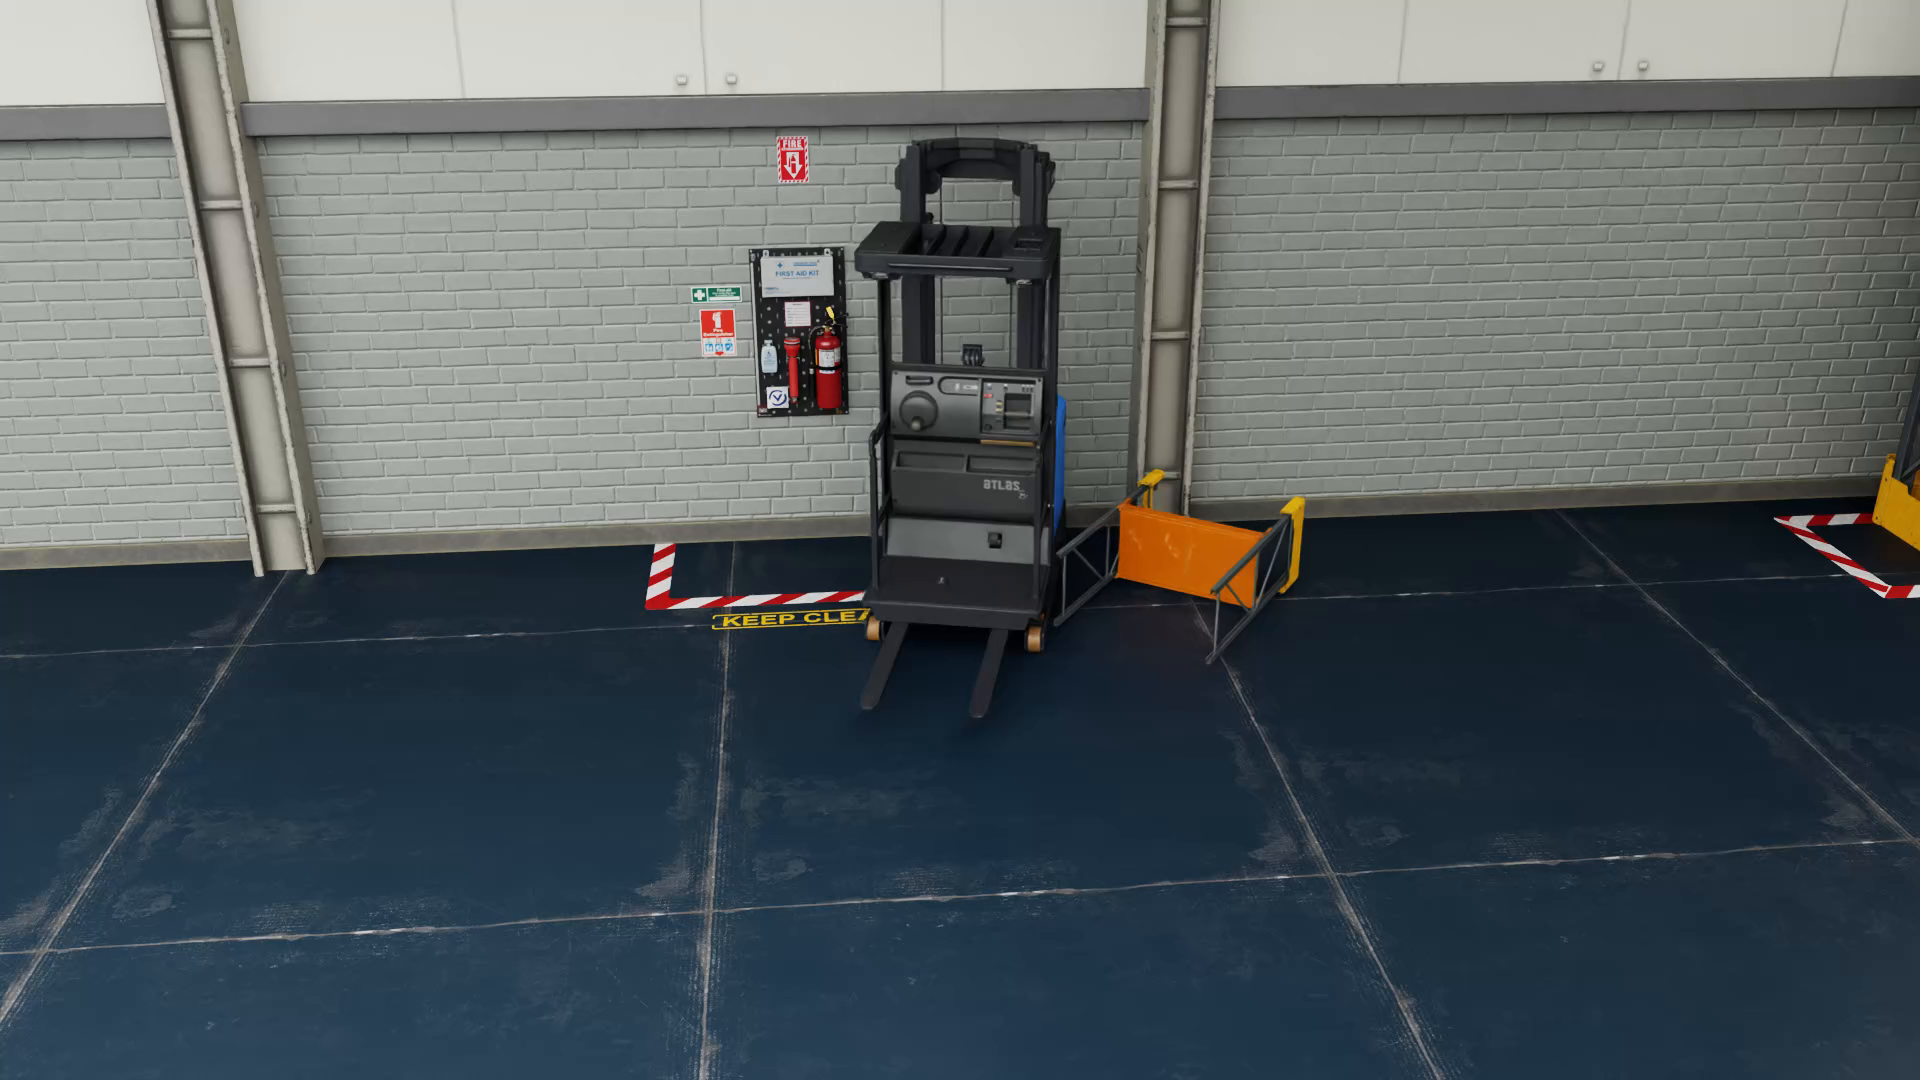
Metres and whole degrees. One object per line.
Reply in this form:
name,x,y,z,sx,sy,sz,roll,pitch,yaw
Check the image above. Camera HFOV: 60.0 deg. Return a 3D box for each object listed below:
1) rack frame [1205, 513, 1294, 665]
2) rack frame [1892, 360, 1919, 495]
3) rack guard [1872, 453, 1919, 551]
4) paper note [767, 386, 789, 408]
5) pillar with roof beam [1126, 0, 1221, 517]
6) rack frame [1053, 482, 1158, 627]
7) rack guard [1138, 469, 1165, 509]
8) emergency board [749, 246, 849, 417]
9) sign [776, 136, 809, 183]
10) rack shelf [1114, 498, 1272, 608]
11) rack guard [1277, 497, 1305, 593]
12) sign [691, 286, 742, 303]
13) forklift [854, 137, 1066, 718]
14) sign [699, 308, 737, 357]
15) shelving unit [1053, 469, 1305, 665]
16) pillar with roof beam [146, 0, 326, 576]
rack frame,1.853,0.252,10.427,0.032,0.500,1.500,13,27,27
rack frame,6.763,-1.298,10.976,0.127,3.000,1.000,-2,24,-5
rack guard,6.839,-0.158,11.491,0.348,0.500,1.175,-2,24,-5
paper note,-1.242,-0.971,11.325,0.142,0.148,0.016,-2,24,-5
pillar with roof beam,1.827,-2.437,6.153,0.400,9.000,9.100,-2,24,-5
rack frame,0.971,0.047,10.889,0.032,0.500,1.500,13,27,27
rack guard,1.298,-0.169,11.376,0.087,0.587,0.250,13,27,27
emergency board,-1.059,-1.352,11.100,0.643,1.169,0.194,-2,24,-5
sign,-1.077,-2.452,10.719,0.199,0.298,0.001,-2,24,-5
rack shelf,1.502,0.087,10.801,1.000,0.538,0.185,13,27,27
rack guard,2.163,0.032,10.923,0.087,0.587,0.250,13,27,27
sign,-1.614,-1.627,11.021,0.331,0.109,0.001,-2,24,-5
forklift,0.011,-0.802,9.945,1.130,2.935,3.031,3,24,8
sign,-1.619,-1.388,11.136,0.234,0.329,0.001,-2,24,-5
shelving unit,1.420,0.152,10.654,1.083,0.587,1.500,13,27,27
pillar with roof beam,-4.144,-2.197,5.615,0.400,9.000,9.100,-2,24,-5
